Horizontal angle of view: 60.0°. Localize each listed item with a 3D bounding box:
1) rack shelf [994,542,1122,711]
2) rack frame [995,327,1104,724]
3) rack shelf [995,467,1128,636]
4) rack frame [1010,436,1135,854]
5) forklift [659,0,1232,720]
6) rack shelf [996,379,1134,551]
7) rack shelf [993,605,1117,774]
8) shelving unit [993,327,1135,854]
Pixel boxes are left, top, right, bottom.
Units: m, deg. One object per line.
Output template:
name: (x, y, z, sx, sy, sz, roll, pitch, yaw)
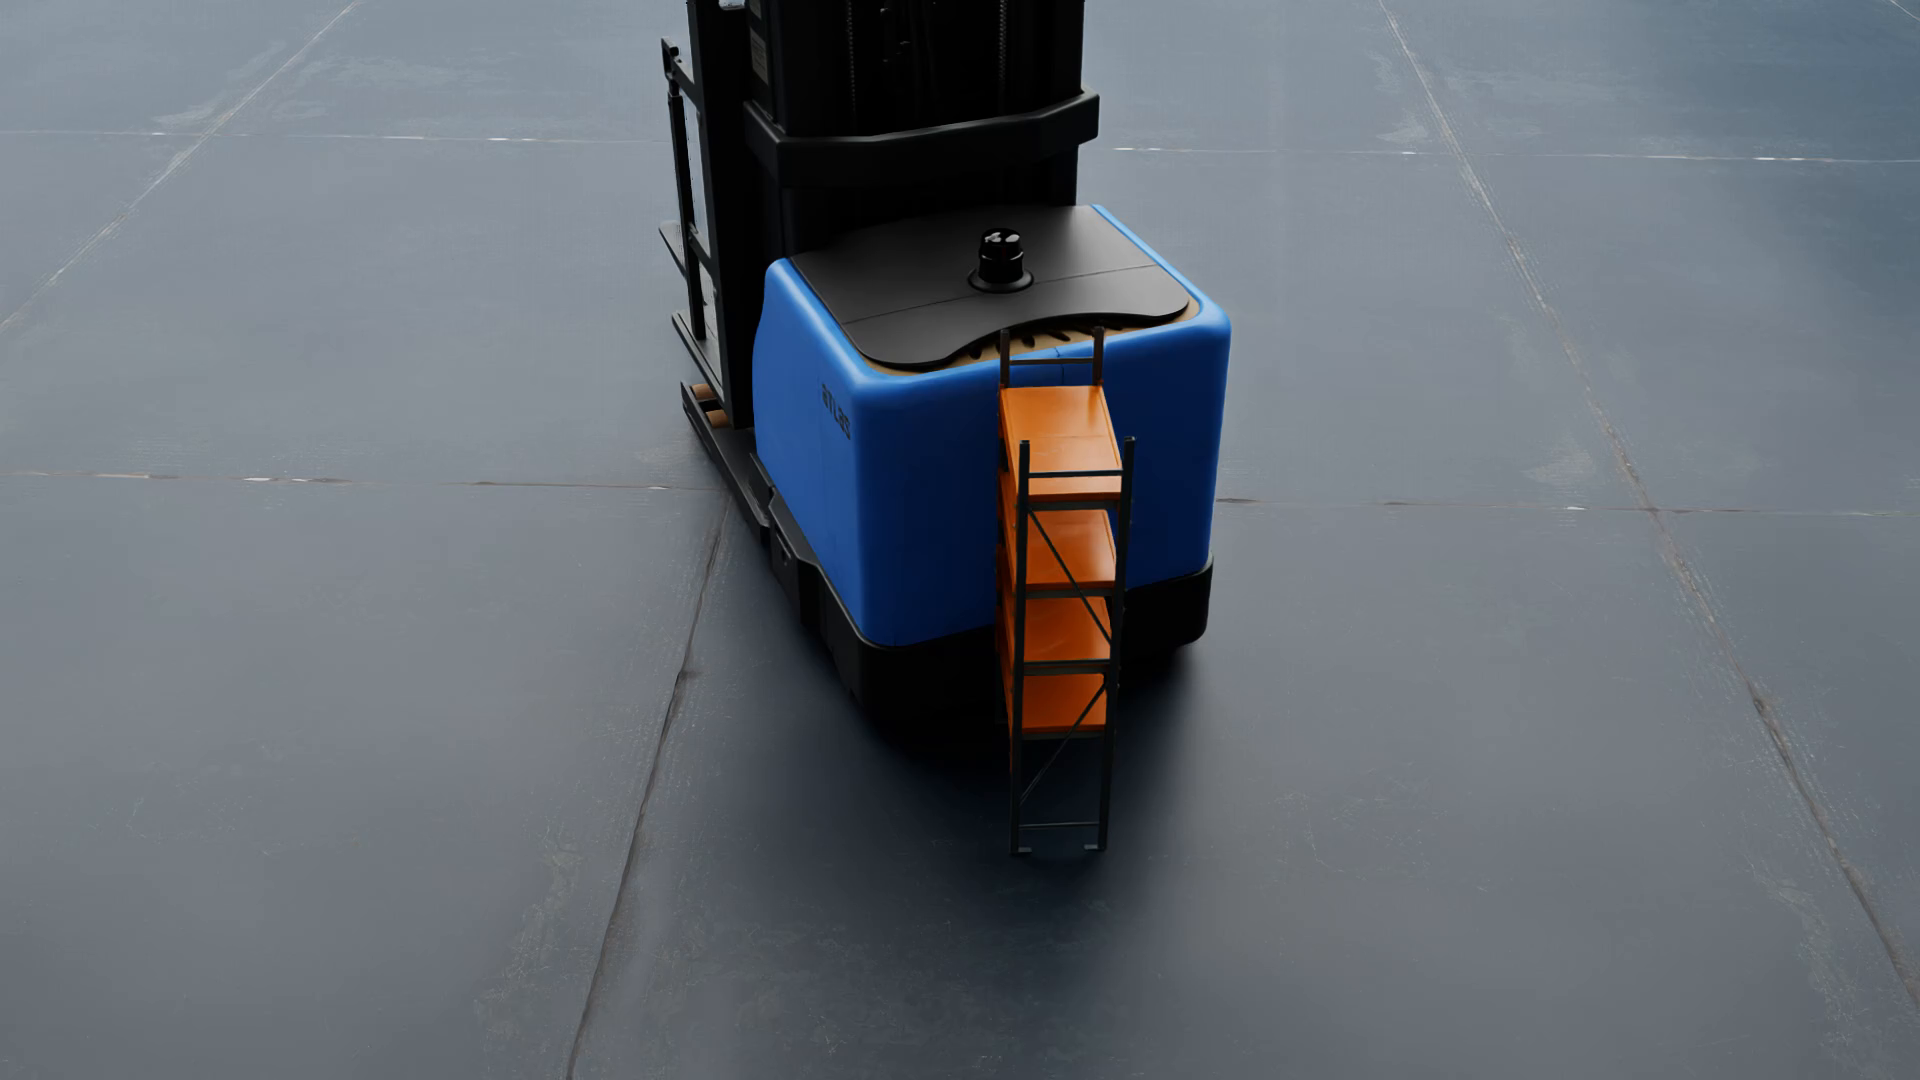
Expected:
rack shelf: (0.230, 0.198, 4.042, 0.258, 0.148, 0.480, -2, 35, -3)
rack frame: (0.215, 0.003, 4.202, 0.240, 1.200, 0.015, -2, 35, -3)
rack shelf: (0.230, 0.015, 3.913, 0.258, 0.148, 0.480, -2, 35, -3)
rack frame: (0.244, 0.283, 3.804, 0.240, 1.200, 0.015, -2, 35, -3)
forklift: (-0.320, -1.560, 4.920, 1.130, 2.935, 3.031, -13, 37, -18)
rack shelf: (0.230, -0.179, 3.777, 0.258, 0.148, 0.480, -2, 35, -3)
rack shelf: (0.230, 0.360, 4.156, 0.258, 0.148, 0.480, -2, 35, -3)
shelving unit: (0.230, 0.143, 4.003, 0.258, 1.200, 0.503, -2, 35, -3)
